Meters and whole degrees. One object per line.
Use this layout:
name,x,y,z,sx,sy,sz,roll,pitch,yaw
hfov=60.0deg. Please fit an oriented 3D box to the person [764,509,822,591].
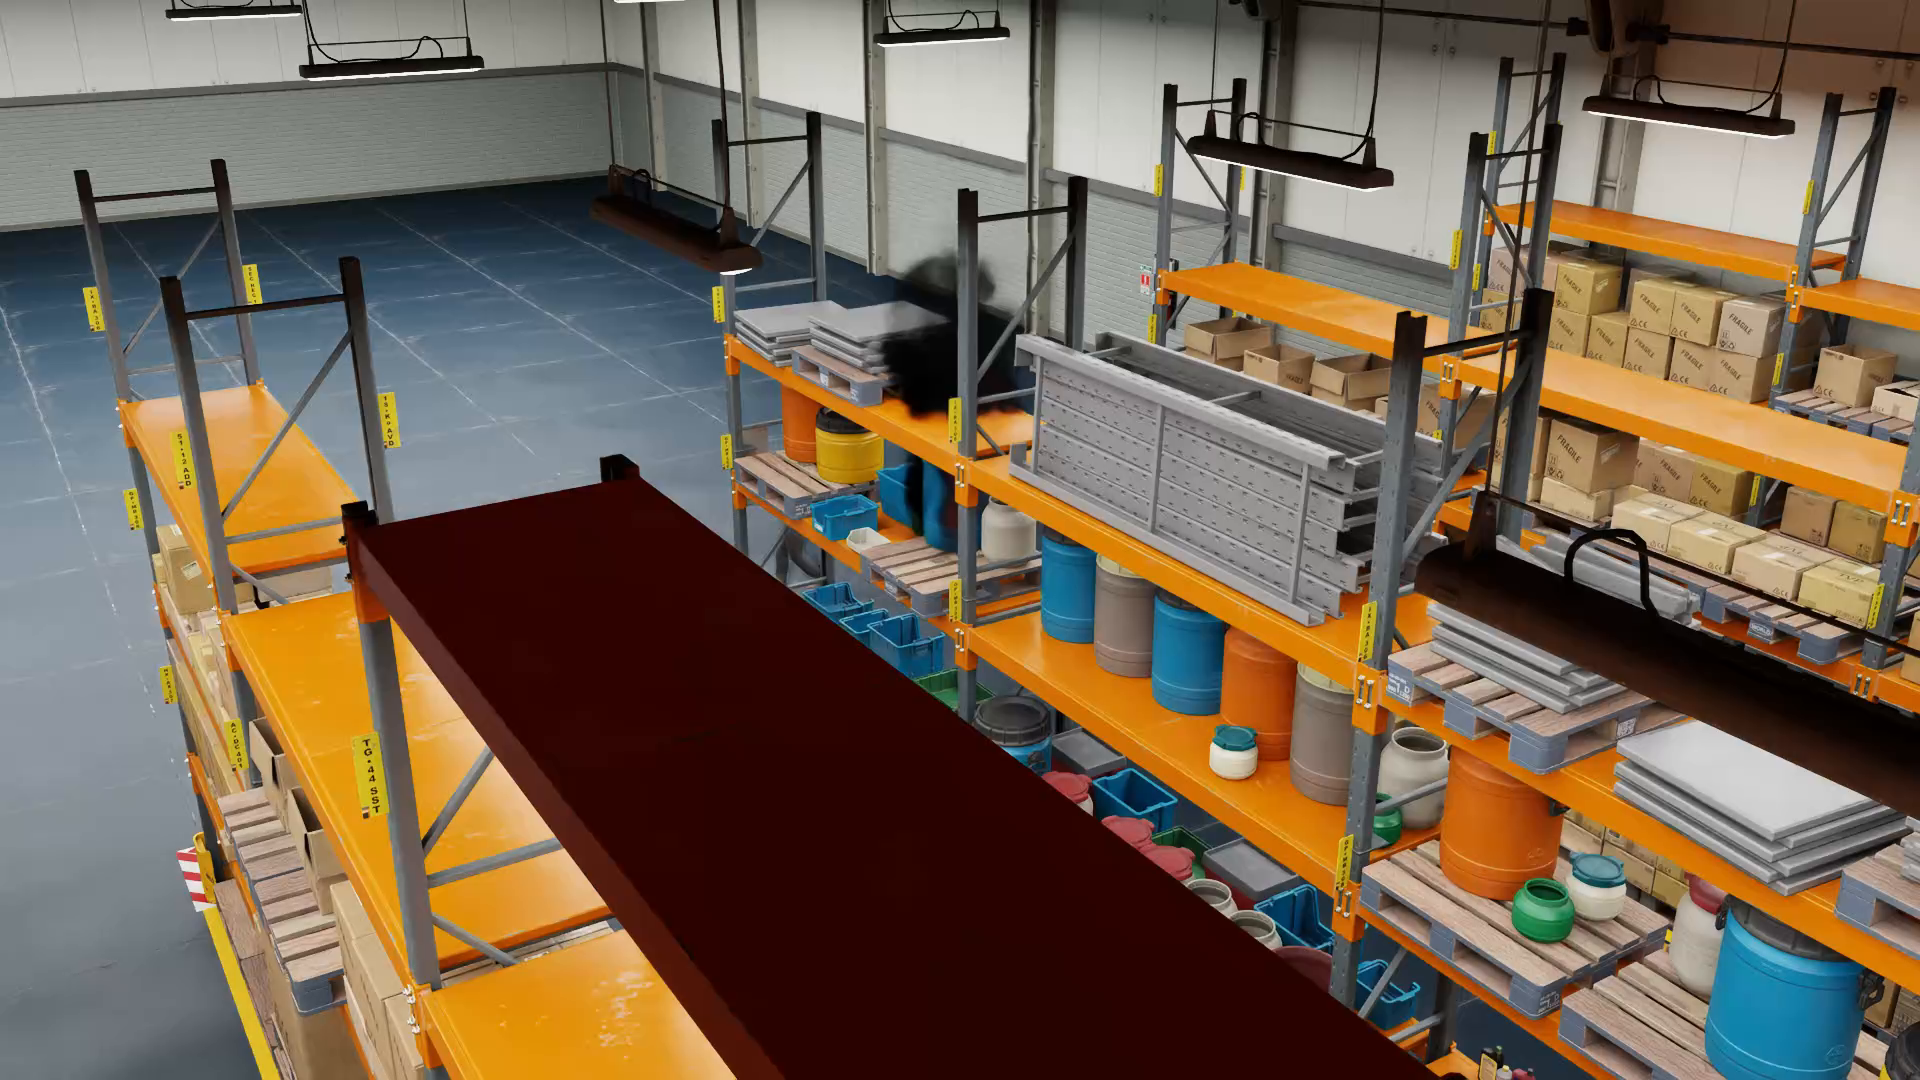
person,-1.954,-0.137,19.528,0.755,1.701,0.577,-2,22,-4
